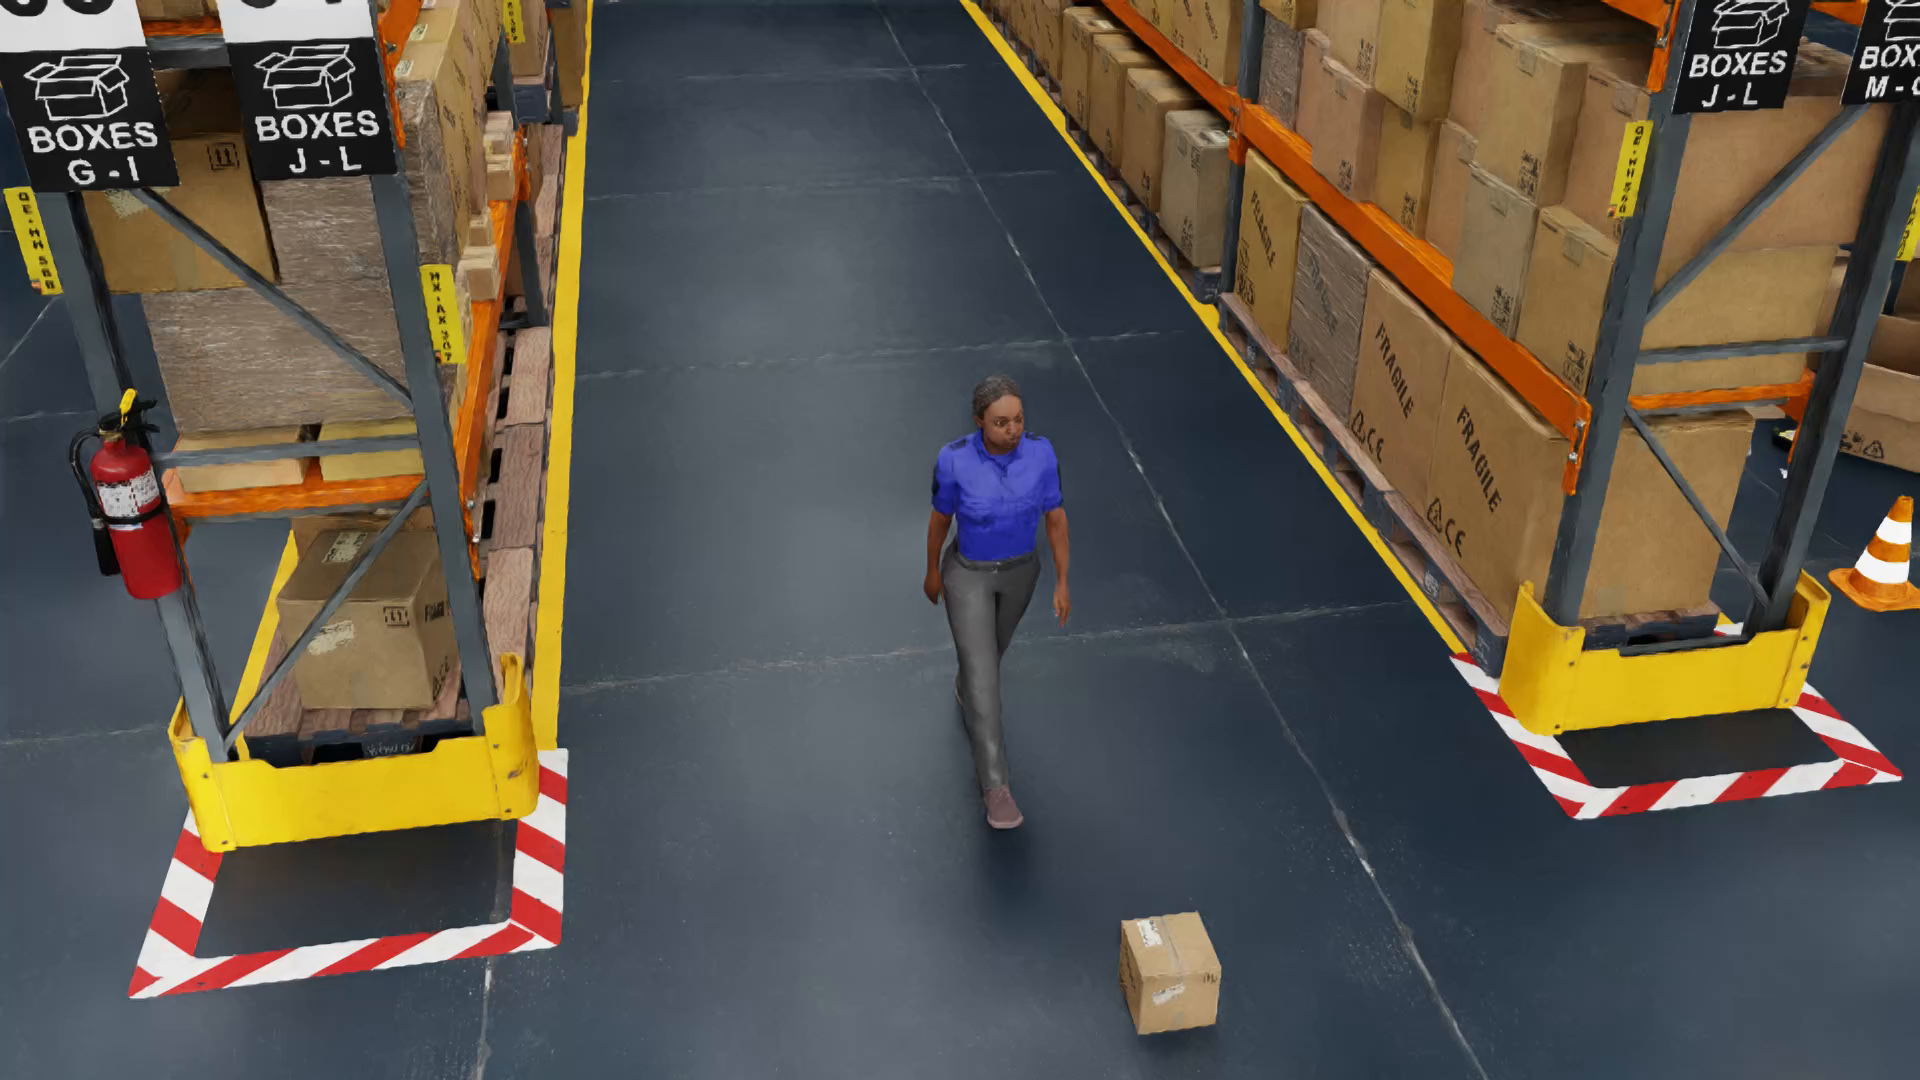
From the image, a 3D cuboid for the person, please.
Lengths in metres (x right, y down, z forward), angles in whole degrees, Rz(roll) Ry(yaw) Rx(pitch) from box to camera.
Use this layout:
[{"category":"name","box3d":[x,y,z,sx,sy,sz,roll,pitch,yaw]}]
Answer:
[{"category":"person","box3d":[0.160,0.154,5.879,0.473,1.596,0.932,-10,32,-16]}]
